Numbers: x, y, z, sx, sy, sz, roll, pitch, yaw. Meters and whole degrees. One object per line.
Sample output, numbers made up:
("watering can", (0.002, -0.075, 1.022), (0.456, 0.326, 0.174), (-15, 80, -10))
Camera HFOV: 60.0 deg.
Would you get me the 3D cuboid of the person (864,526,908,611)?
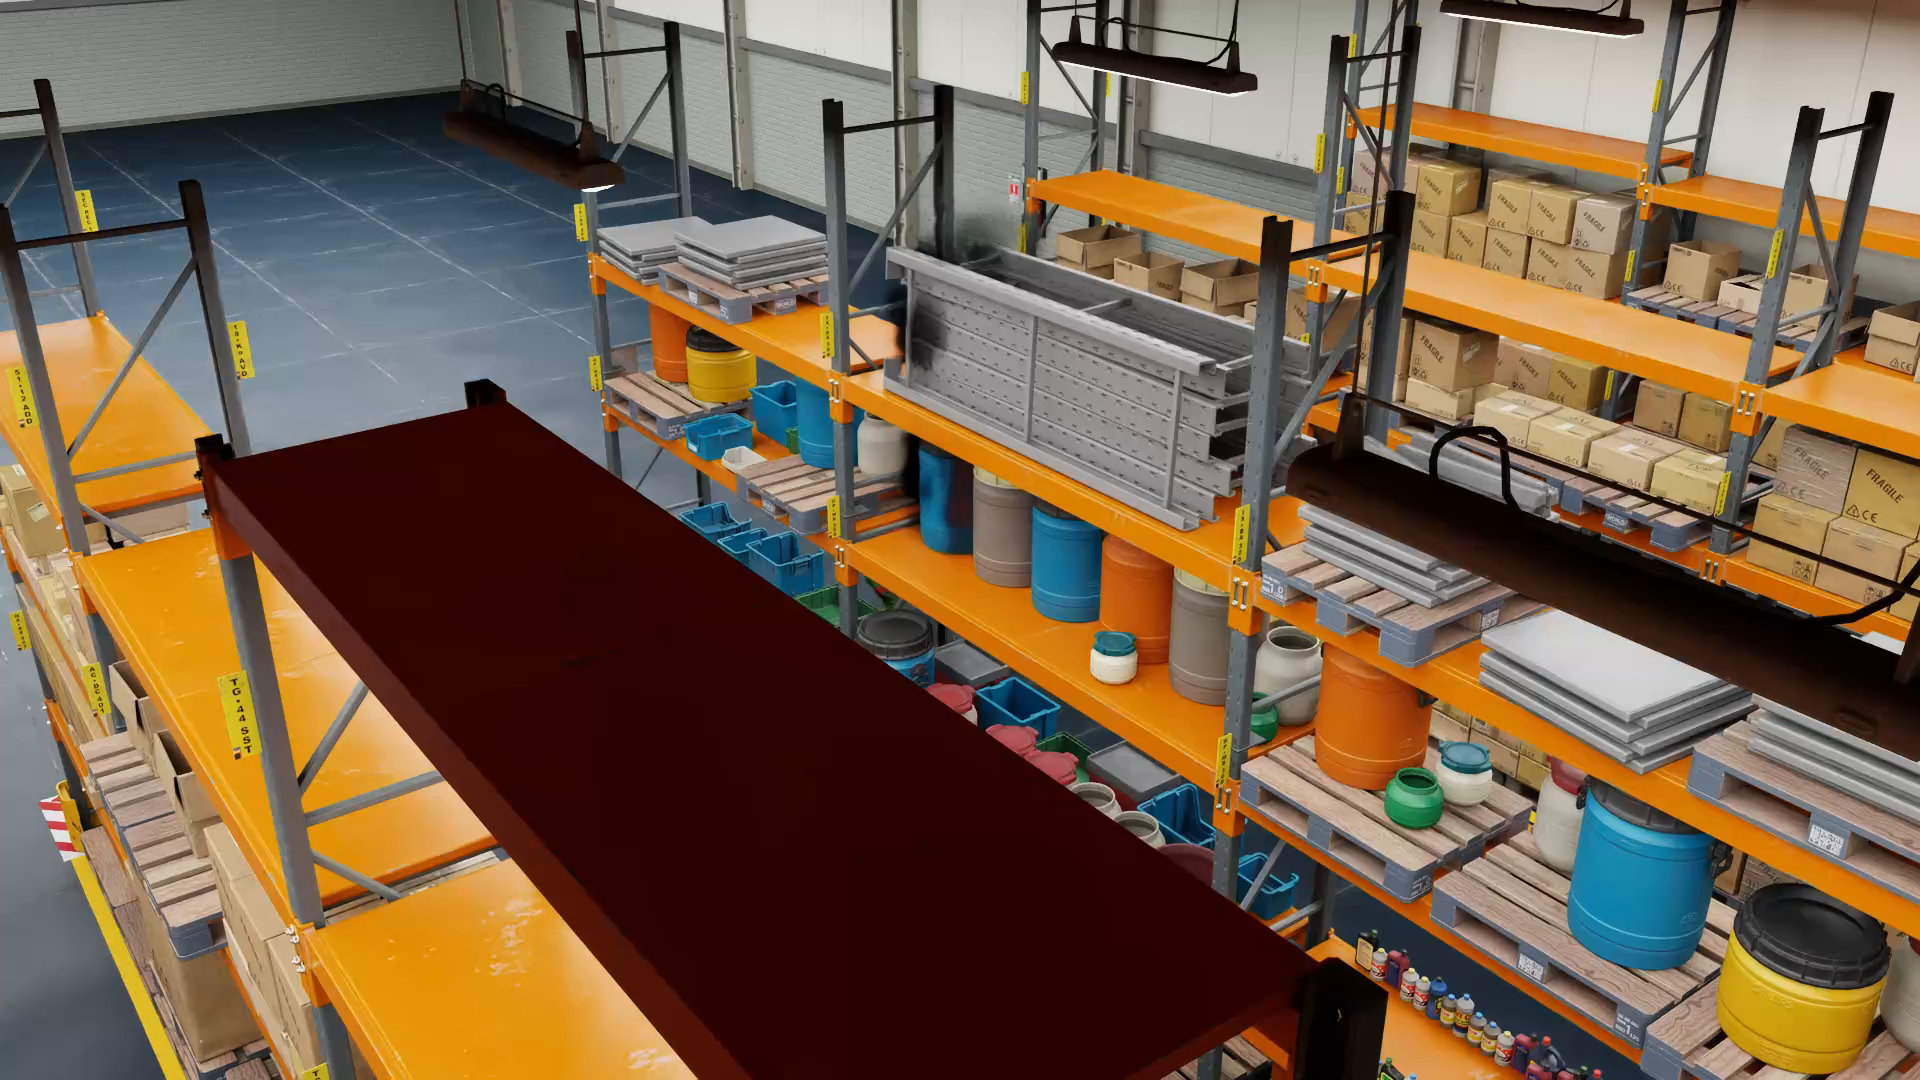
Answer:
("person", (-0.674, 0.022, 16.168), (0.641, 1.750, 0.562), (-21, 32, -38))
